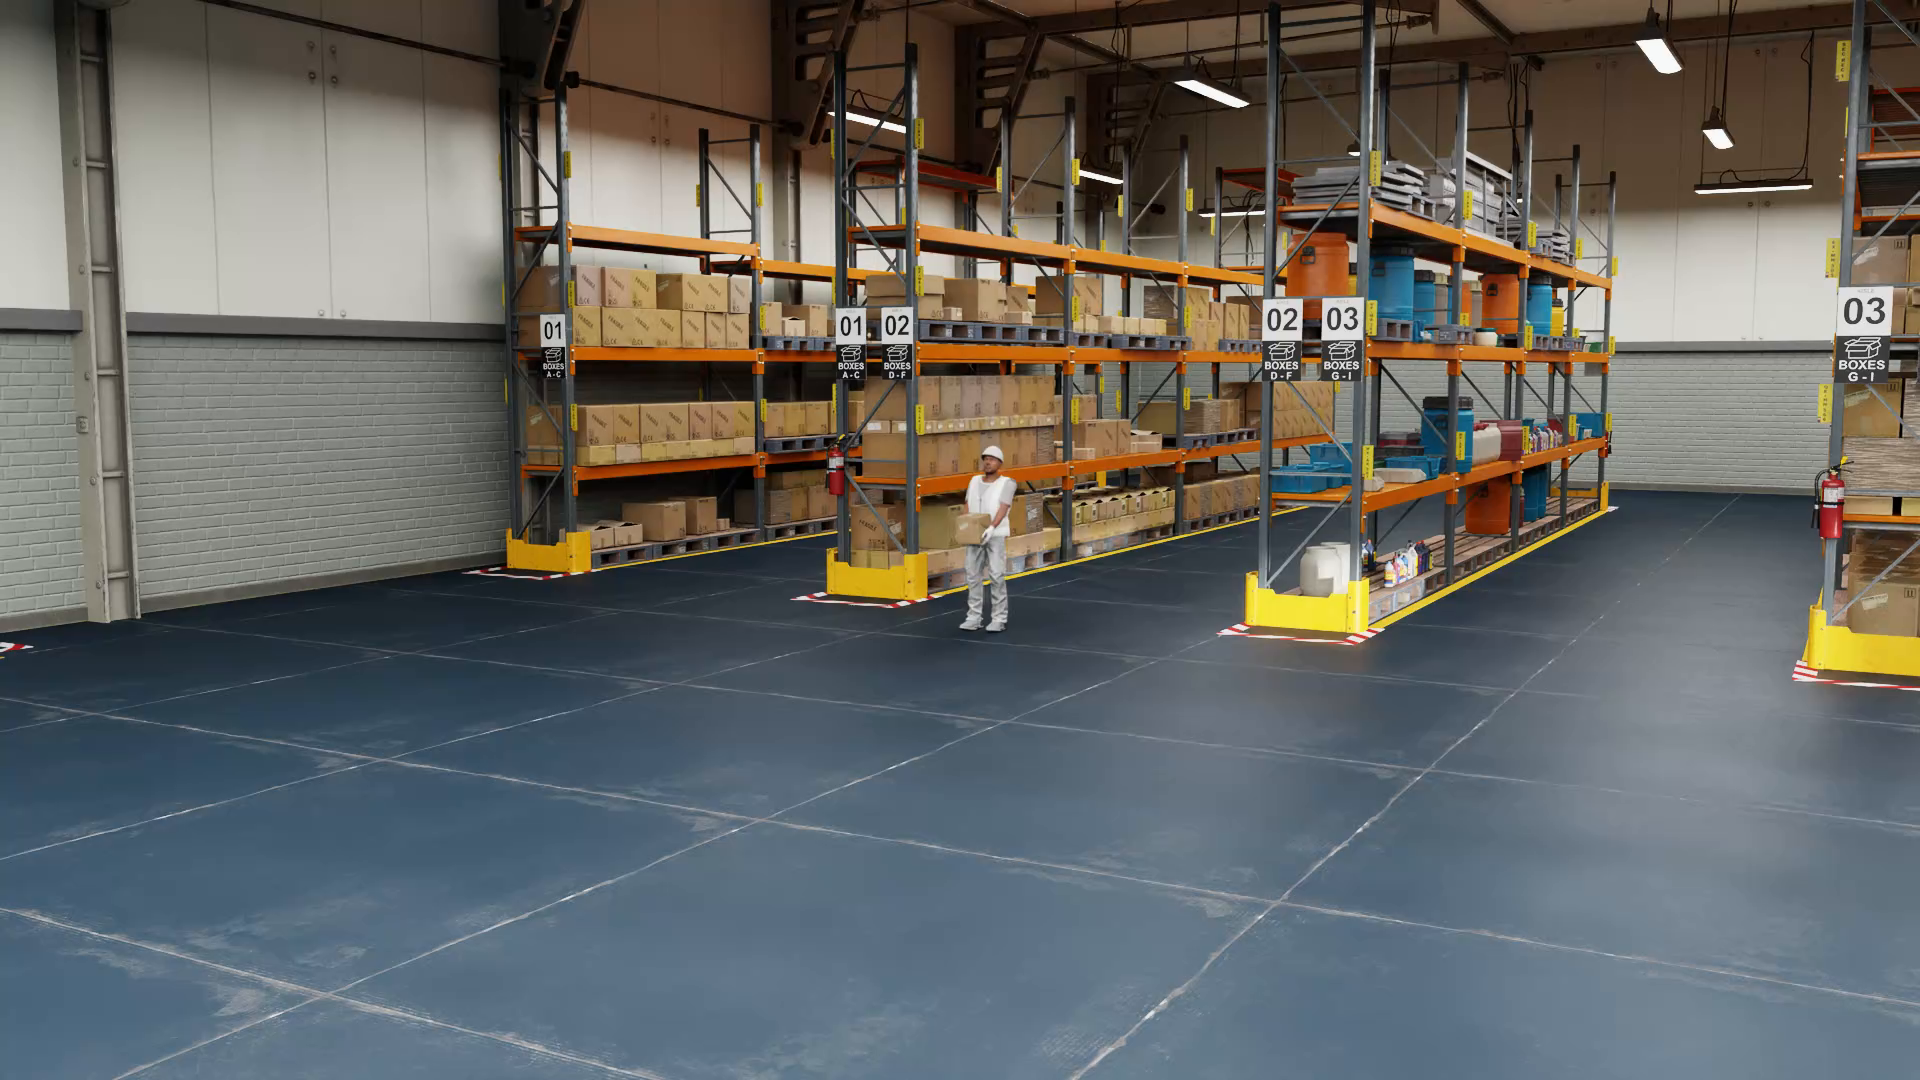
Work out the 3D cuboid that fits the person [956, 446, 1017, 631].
[{"bbox_3d":[0.235,-0.008,16.046,0.499,1.787,0.569,3,7,29],"label":"person"}]
